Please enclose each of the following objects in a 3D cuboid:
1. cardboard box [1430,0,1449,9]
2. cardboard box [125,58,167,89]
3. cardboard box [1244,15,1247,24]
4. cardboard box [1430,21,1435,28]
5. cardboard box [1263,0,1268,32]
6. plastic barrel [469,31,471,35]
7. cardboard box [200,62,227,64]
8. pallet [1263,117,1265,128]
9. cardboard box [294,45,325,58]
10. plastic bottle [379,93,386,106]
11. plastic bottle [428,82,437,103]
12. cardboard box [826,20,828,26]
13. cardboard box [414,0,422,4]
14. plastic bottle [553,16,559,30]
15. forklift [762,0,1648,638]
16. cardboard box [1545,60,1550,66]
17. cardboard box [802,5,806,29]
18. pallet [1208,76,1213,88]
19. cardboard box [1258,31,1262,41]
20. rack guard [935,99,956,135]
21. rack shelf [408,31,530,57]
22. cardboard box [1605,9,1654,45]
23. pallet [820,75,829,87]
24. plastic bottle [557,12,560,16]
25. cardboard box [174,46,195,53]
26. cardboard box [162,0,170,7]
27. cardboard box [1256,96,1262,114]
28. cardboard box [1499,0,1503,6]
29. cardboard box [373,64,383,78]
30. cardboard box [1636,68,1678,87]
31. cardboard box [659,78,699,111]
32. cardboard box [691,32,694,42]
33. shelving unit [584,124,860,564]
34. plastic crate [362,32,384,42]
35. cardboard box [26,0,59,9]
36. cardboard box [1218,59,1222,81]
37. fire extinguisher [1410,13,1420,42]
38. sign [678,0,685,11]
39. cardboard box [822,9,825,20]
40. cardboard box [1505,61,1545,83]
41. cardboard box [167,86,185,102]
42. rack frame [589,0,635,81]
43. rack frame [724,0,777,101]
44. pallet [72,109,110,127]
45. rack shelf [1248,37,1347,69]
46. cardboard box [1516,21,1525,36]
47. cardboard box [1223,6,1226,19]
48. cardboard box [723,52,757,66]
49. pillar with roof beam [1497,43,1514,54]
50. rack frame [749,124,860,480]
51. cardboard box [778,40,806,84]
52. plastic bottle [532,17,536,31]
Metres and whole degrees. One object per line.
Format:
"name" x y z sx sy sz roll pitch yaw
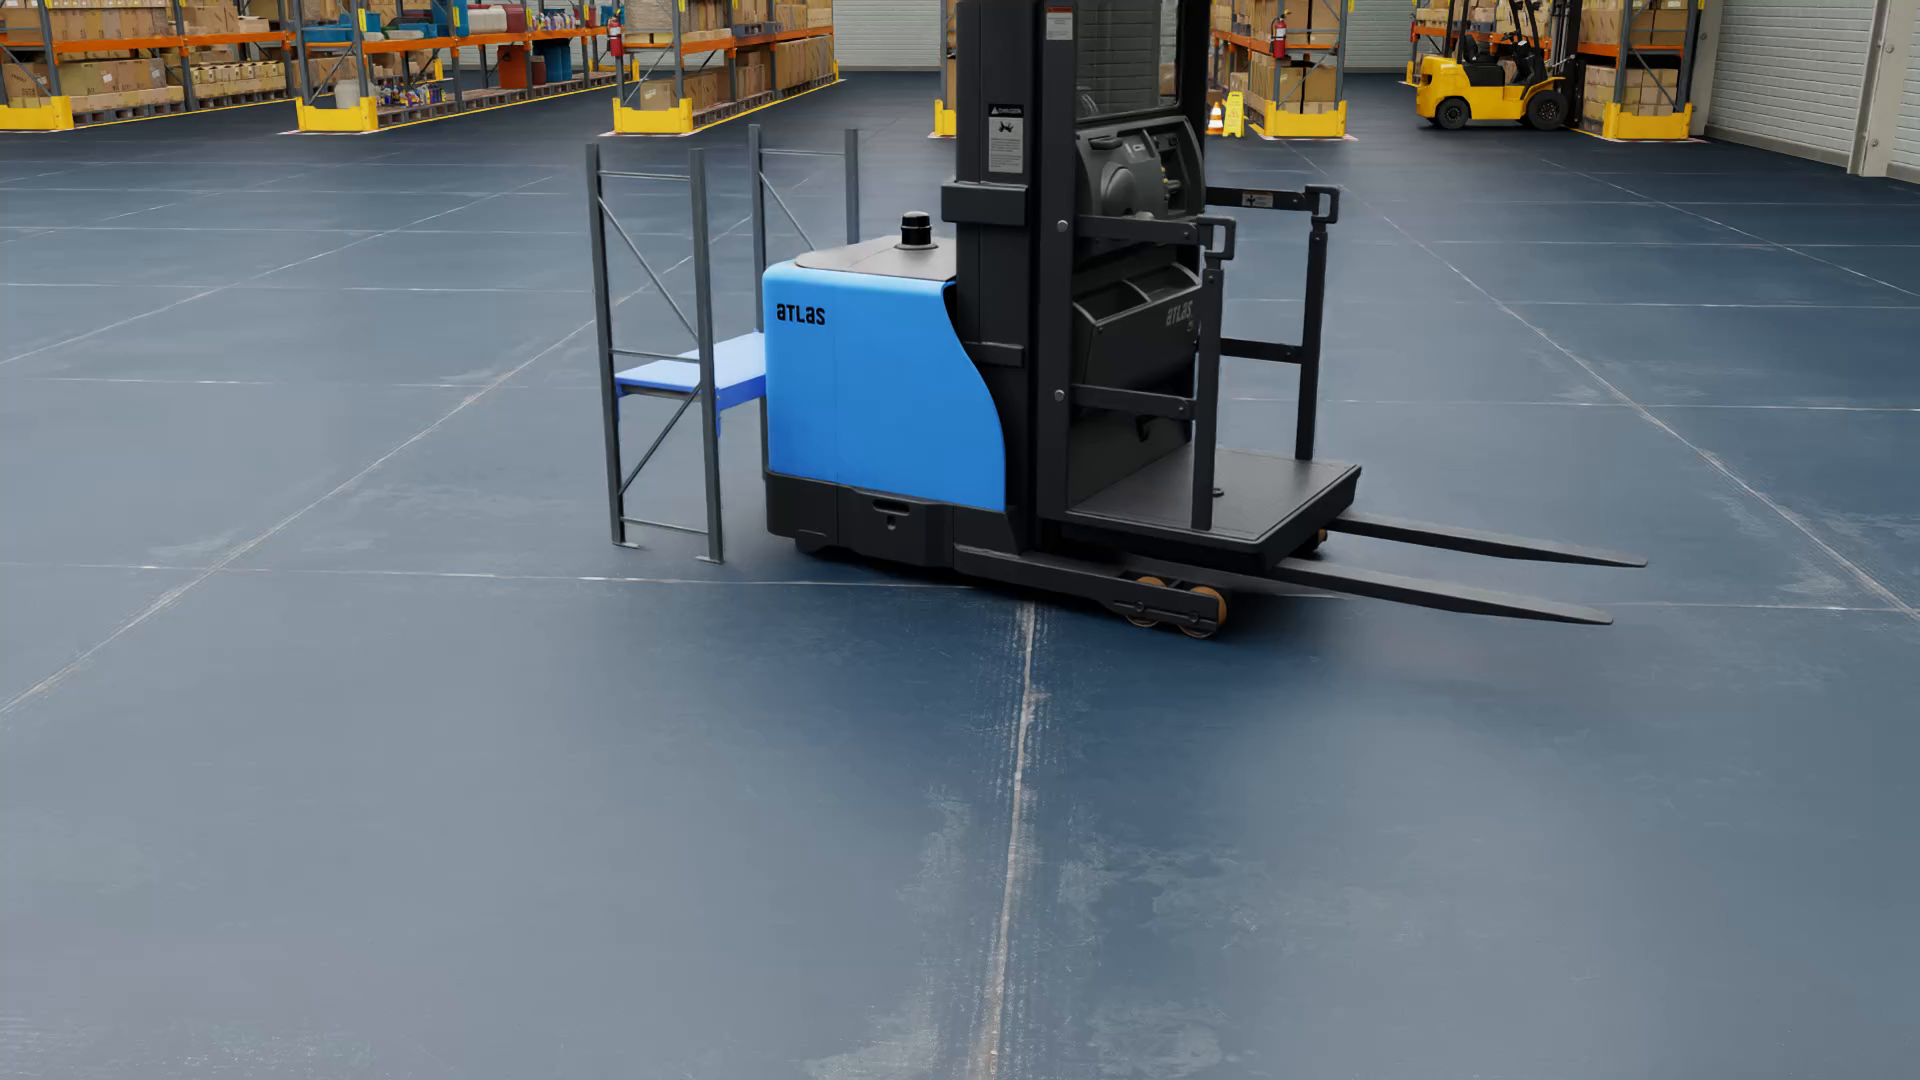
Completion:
"cardboard box" 10.850 -12.165 37.291 0.500 0.500 0.500 2 18 5
"cardboard box" -14.181 -8.111 28.897 0.500 0.500 0.500 1 18 4
"cardboard box" 5.242 -9.210 29.443 0.380 0.149 0.250 1 18 4
"cardboard box" 10.821 -11.643 37.542 0.380 0.149 0.250 2 18 5
"cardboard box" 5.004 -8.154 25.853 0.500 0.500 0.500 1 18 4
"plastic barrel" -9.130 -9.396 30.503 0.301 0.262 0.301 0 18 0
"cardboard box" -14.430 -9.090 32.187 0.500 0.311 0.500 1 18 2
"pallet" 5.259 -6.430 25.708 1.003 0.211 1.213 1 18 4
"cardboard box" -14.094 -10.573 35.975 0.500 0.250 0.500 1 18 4
"plastic bottle" -9.783 -7.454 28.143 0.097 0.201 0.097 0 18 0
"plastic bottle" -9.150 -7.738 28.770 0.144 0.351 0.185 0 18 1
"cardboard box" -3.329 -12.197 39.231 0.380 0.149 0.250 2 18 5
"cardboard box" -13.251 -13.114 39.862 0.500 0.500 0.500 2 18 5
"plastic bottle" -8.599 -10.966 35.272 0.152 0.276 0.135 1 18 4
"forklift" 0.800 -1.260 5.562 3.031 2.935 1.130 10 21 29
"cardboard box" 10.051 -7.838 27.660 0.500 0.250 0.500 1 18 3
"cardboard box" -3.625 -11.324 36.005 0.500 0.500 0.500 1 18 4
"pallet" 6.238 -10.496 38.117 1.003 0.211 1.213 1 18 4
"cardboard box" 5.003 -8.115 26.776 0.380 0.149 0.250 1 18 4
"rack guard" 0.214 -6.364 25.042 1.175 0.500 0.348 1 18 4
"rack shelf" -9.234 -9.333 31.245 1.077 0.370 4.000 1 18 4
"cardboard box" 9.885 -7.577 24.568 0.500 0.500 0.500 1 18 3
"pallet" -3.647 -10.717 38.792 1.003 0.211 1.213 1 18 4
"plastic bottle" -8.688 -11.226 35.944 0.144 0.351 0.185 1 18 4
"cardboard box" -18.286 -11.574 39.227 0.380 0.149 0.250 1 18 2
"cardboard box" -14.124 -9.432 29.190 0.380 0.149 0.250 1 18 4
"cardboard box" 5.027 -6.953 26.568 0.500 0.250 0.500 1 18 2
"cardboard box" 10.368 -10.118 31.283 0.380 0.149 0.250 2 18 6
"cardboard box" -13.499 -10.707 37.895 0.500 0.311 0.500 1 18 4
"cardboard box" 10.335 -6.883 24.749 0.500 0.250 0.500 1 18 3
"cardboard box" -4.590 -7.287 27.184 0.500 0.500 0.500 3 18 9
"cardboard box" -4.399 -7.898 26.112 0.380 0.149 0.250 1 18 4
"shelving unit" -0.868 -0.803 6.466 0.538 1.500 1.048 9 20 26
"plastic crate" -9.279 -7.957 26.314 0.298 0.136 0.250 1 18 4
"cardboard box" -14.362 -8.396 26.028 0.380 0.149 0.250 1 18 4
"cardboard box" 6.173 -10.382 36.729 0.875 0.438 0.875 1 18 3
"fire extinguisher" 10.808 -12.182 39.506 0.296 0.674 0.183 1 18 4
"sign" -4.183 -8.101 24.937 0.100 0.325 0.005 1 18 4
"cardboard box" -3.420 -12.269 38.811 0.500 0.250 0.500 1 18 2
"cardboard box" 10.588 -8.530 30.776 0.875 0.625 0.625 2 18 6
"cardboard box" -14.133 -7.910 29.487 0.500 0.250 0.500 1 18 4
"rack frame" -8.517 -12.781 40.612 1.000 3.000 0.127 1 18 4
"rack frame" -4.151 -10.186 32.692 1.000 3.000 0.127 1 18 4
"pallet" -14.592 -6.837 26.949 1.003 0.211 1.213 1 18 4
"rack shelf" 5.304 -7.759 26.441 1.077 0.370 4.000 1 18 4
"cardboard box" 10.299 -9.174 29.845 0.500 0.250 0.500 2 18 6
"cardboard box" 5.564 -10.606 33.411 0.500 0.250 0.500 1 18 2
"cardboard box" -4.197 -9.190 31.755 0.500 0.250 0.500 3 18 10
"pillar with roof beam" 7.627 -14.240 35.431 9.100 9.000 0.400 1 18 4
"rack frame" -0.631 -0.943 6.893 0.500 1.500 0.032 9 20 26
"cardboard box" -3.953 -10.141 35.293 1.225 0.875 0.875 1 18 2
"plastic bottle" -8.668 -10.469 33.744 0.061 0.283 0.133 1 18 4
